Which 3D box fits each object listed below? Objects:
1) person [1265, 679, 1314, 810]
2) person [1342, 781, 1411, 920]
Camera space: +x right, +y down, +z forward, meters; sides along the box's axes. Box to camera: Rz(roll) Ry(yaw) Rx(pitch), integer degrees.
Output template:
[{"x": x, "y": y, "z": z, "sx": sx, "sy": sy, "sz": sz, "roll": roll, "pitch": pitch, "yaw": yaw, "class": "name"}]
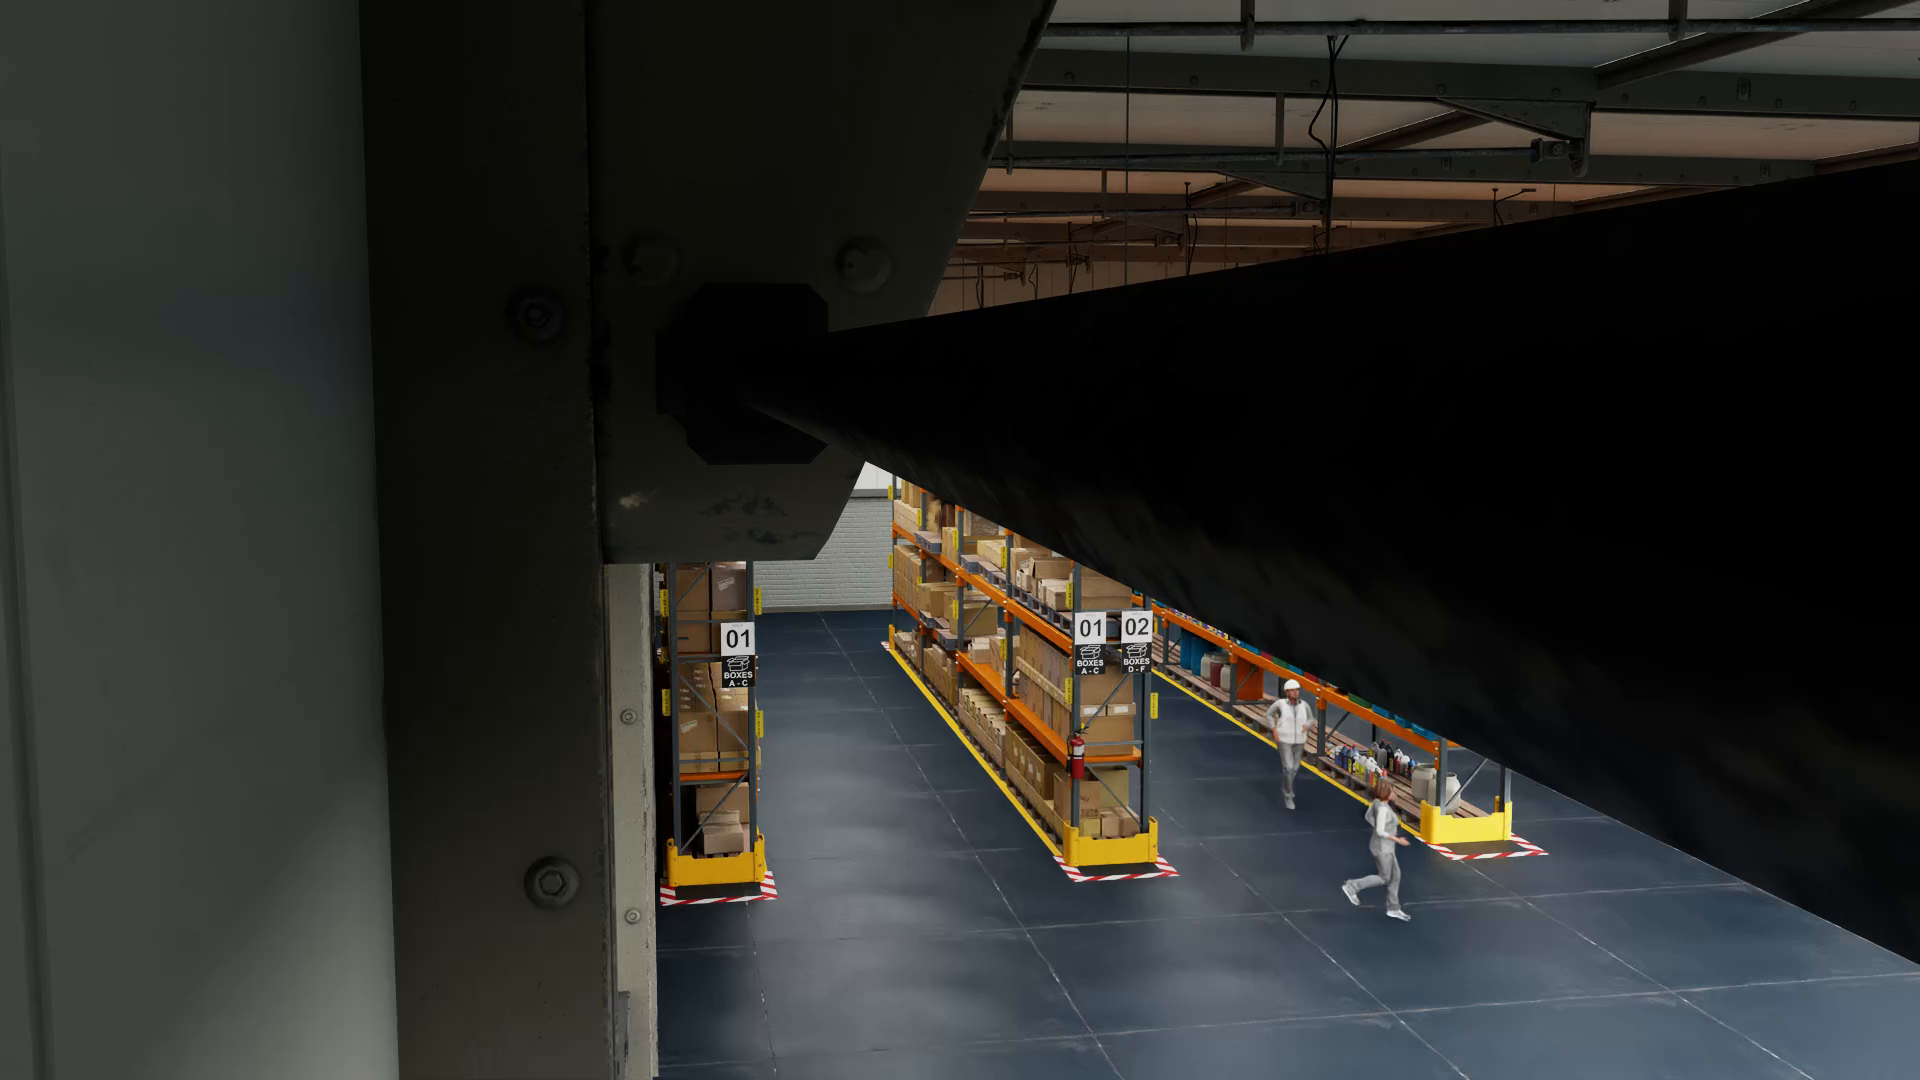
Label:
[{"x": 4.727, "y": 2.891, "z": 23.735, "sx": 0.661, "sy": 1.823, "sz": 0.726, "roll": -1, "pitch": 6, "yaw": -10, "class": "person"}, {"x": 4.748, "y": 3.521, "z": 18.889, "sx": 0.775, "sy": 1.598, "sz": 0.554, "roll": 1, "pitch": 6, "yaw": 11, "class": "person"}]
